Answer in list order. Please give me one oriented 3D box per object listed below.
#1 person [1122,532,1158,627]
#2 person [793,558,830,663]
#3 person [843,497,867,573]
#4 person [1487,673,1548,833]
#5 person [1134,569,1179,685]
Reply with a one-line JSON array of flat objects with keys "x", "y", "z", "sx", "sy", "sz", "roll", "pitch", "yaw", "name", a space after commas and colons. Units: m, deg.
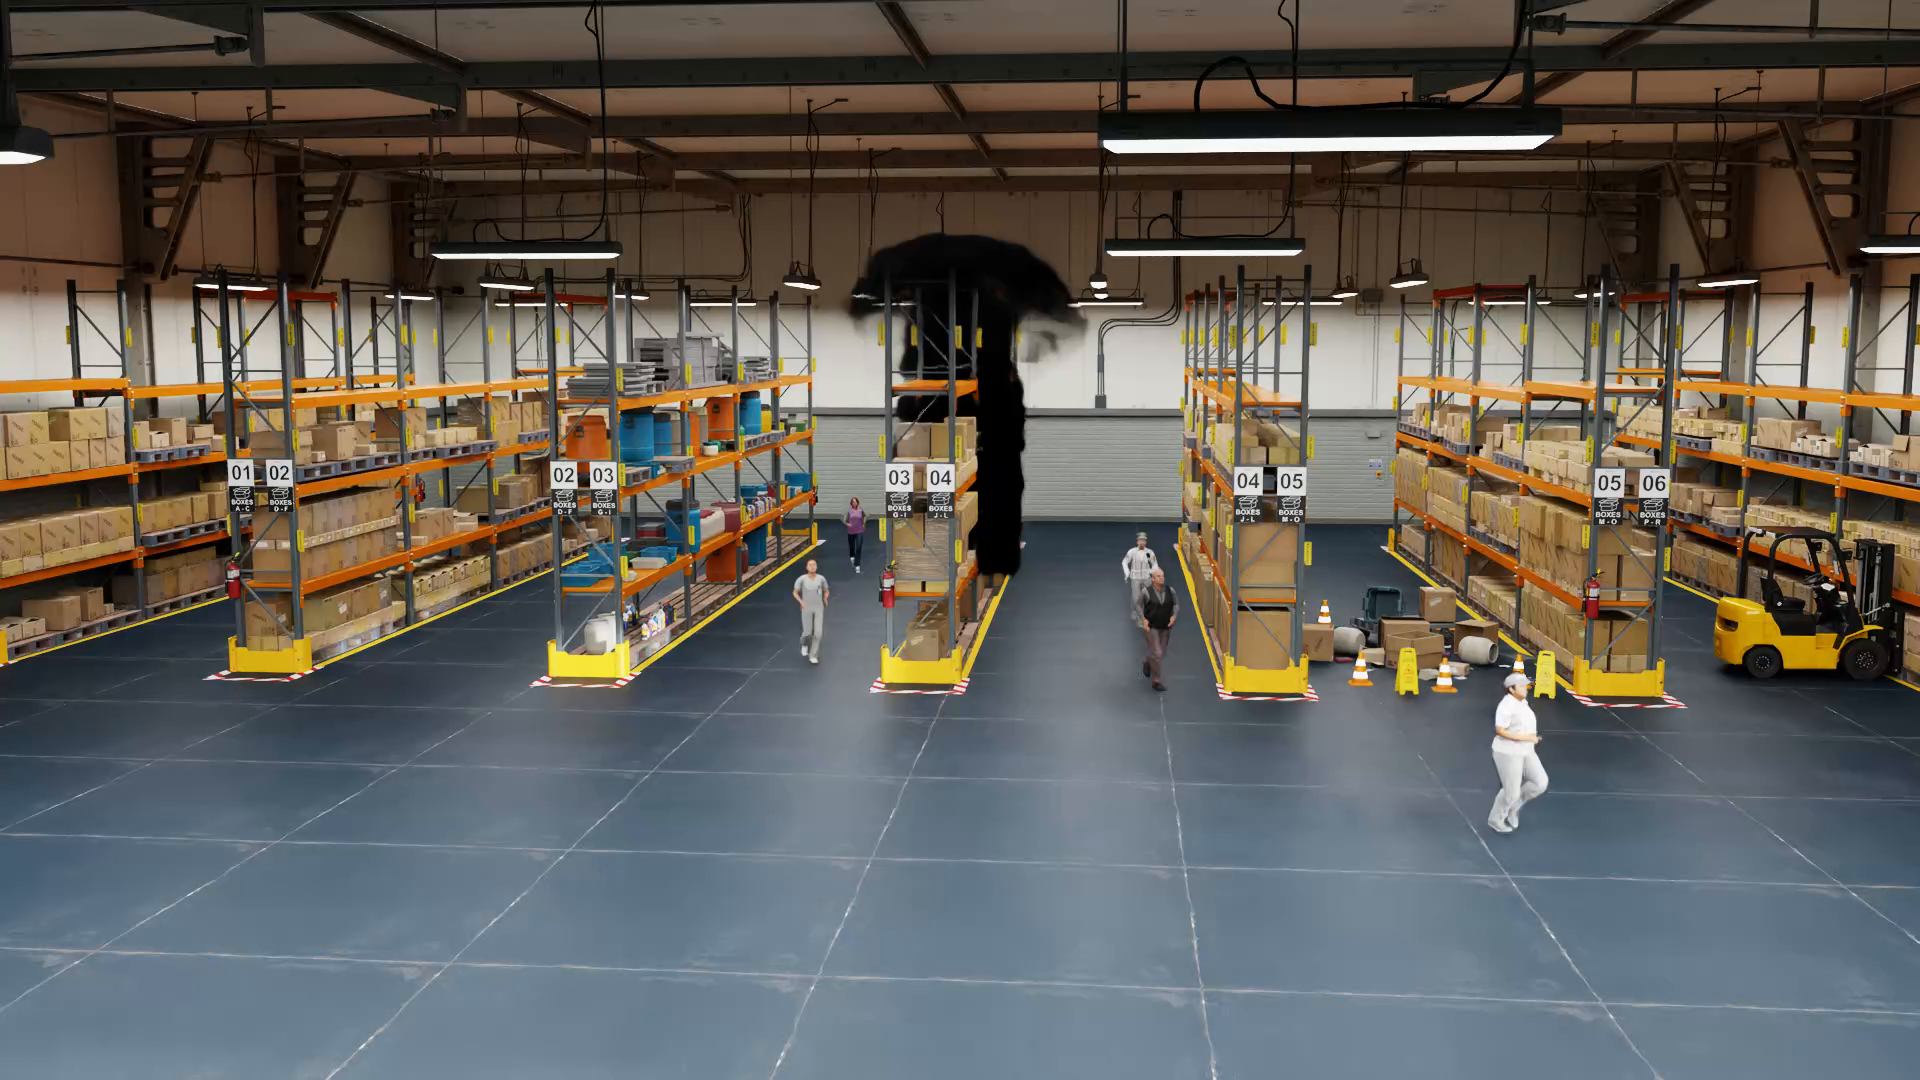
[{"x": 3.131, "y": 0.690, "z": 28.808, "sx": 0.615, "sy": 1.658, "sz": 0.541, "roll": 0, "pitch": 7, "yaw": 1, "name": "person"}, {"x": -2.280, "y": 1.080, "z": 25.703, "sx": 0.561, "sy": 1.619, "sz": 0.588, "roll": -2, "pitch": 7, "yaw": -17, "name": "person"}, {"x": -2.257, "y": -0.134, "z": 35.764, "sx": 0.541, "sy": 1.593, "sz": 0.870, "roll": -1, "pitch": 7, "yaw": -8, "name": "person"}, {"x": 5.626, "y": 2.153, "z": 16.776, "sx": 0.661, "sy": 1.638, "sz": 0.570, "roll": -7, "pitch": 10, "yaw": -43, "name": "person"}, {"x": 2.804, "y": 1.222, "z": 23.865, "sx": 0.663, "sy": 1.652, "sz": 0.674, "roll": -2, "pitch": 7, "yaw": -16, "name": "person"}]
